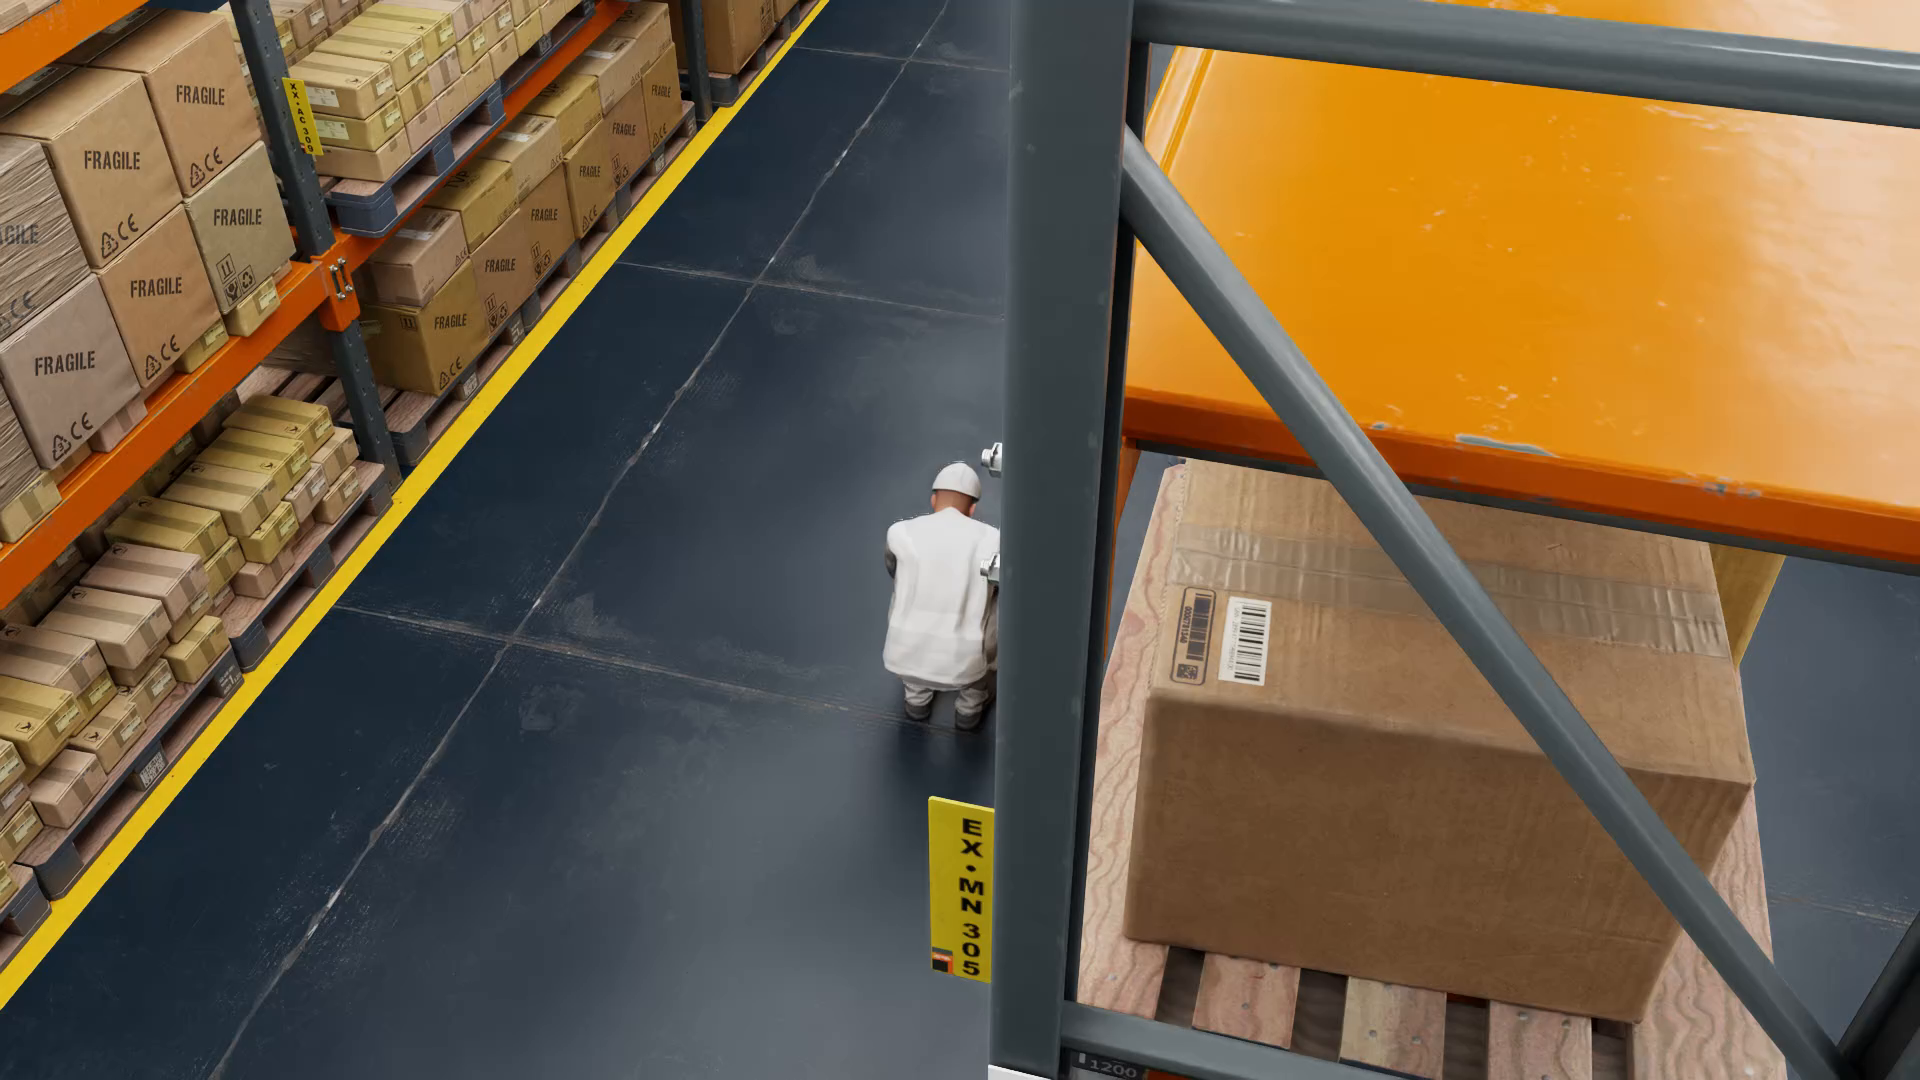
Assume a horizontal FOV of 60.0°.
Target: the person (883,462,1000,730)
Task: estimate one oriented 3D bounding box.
[{"bbox_3d":[-0.058,0.271,6.670,0.567,0.909,0.884,10,42,11],"label":"person"}]
